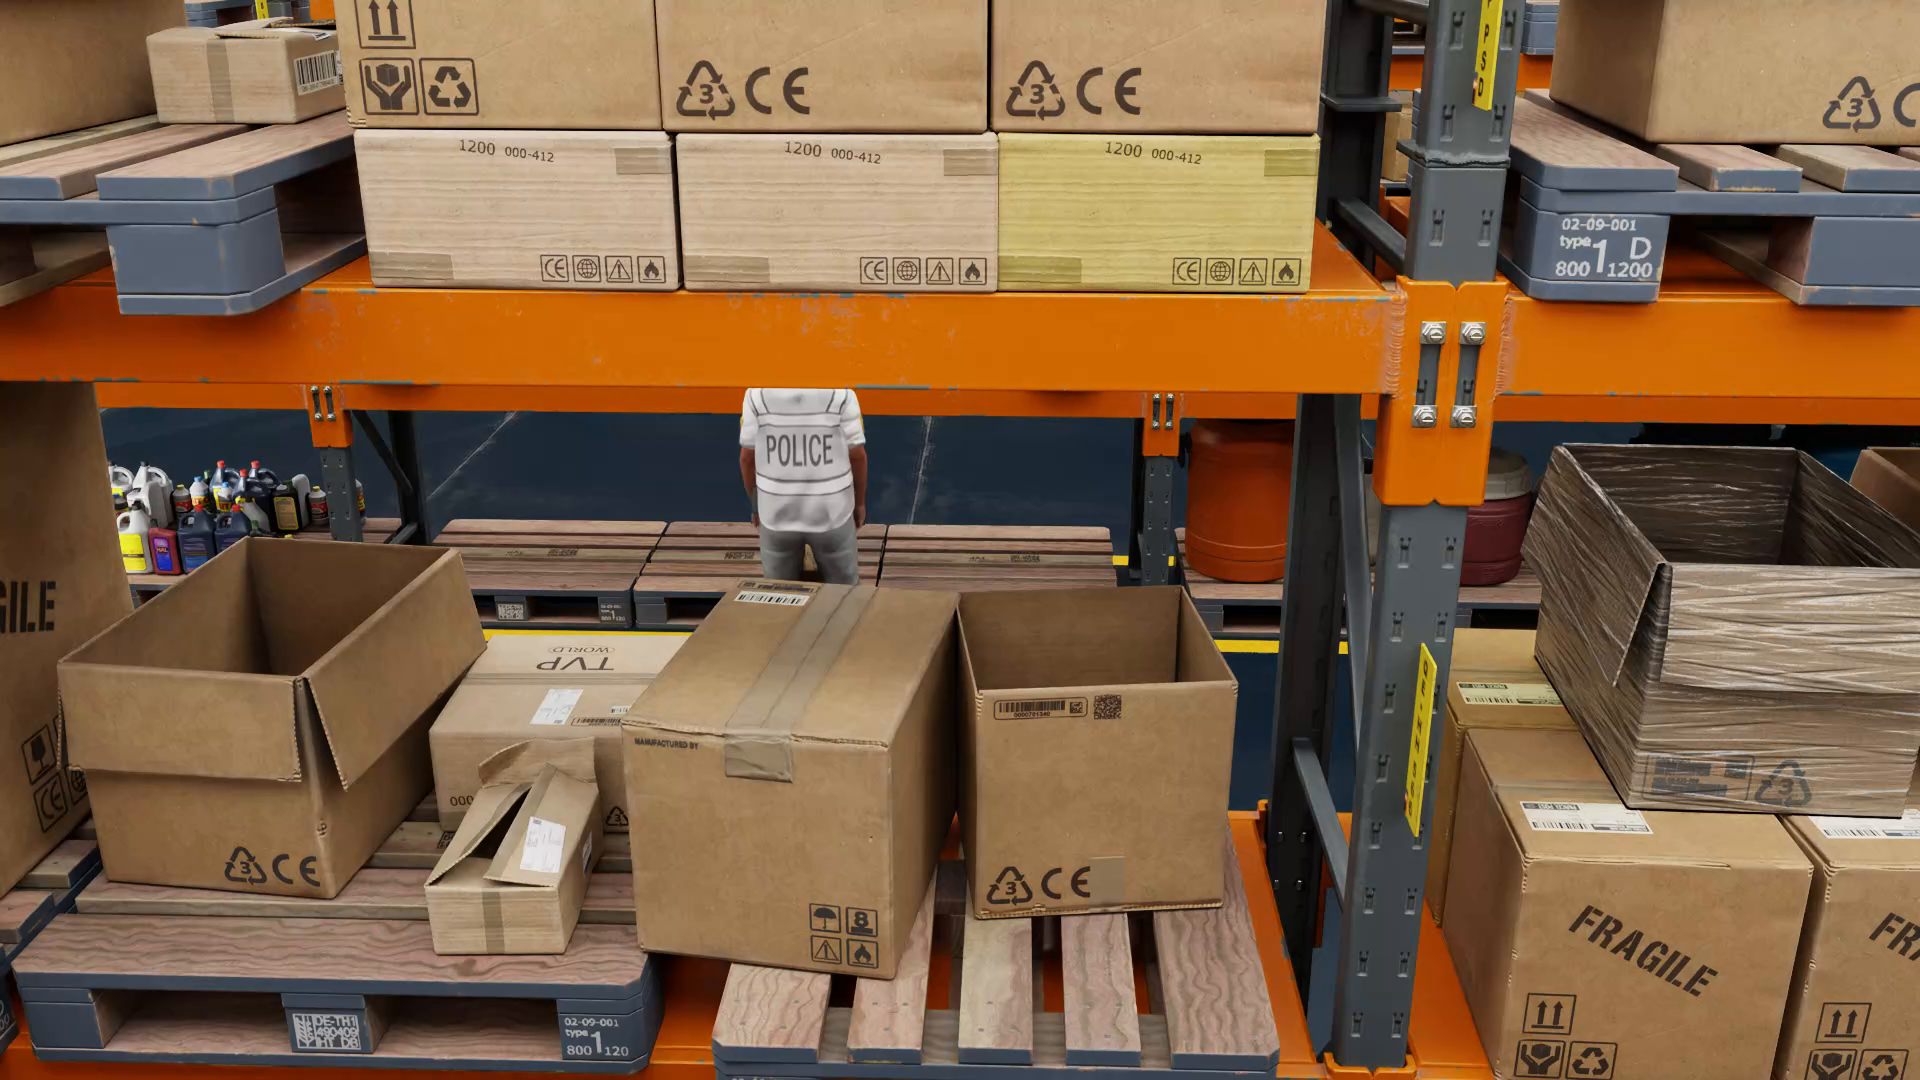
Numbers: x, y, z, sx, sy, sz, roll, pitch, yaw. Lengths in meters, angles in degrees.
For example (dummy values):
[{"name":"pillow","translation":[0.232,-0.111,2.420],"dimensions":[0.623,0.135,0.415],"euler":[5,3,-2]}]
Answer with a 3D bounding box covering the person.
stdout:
[{"name":"person","translation":[-0.683,-0.124,7.398],"dimensions":[0.566,1.748,0.434],"euler":[0,21,0]}]
